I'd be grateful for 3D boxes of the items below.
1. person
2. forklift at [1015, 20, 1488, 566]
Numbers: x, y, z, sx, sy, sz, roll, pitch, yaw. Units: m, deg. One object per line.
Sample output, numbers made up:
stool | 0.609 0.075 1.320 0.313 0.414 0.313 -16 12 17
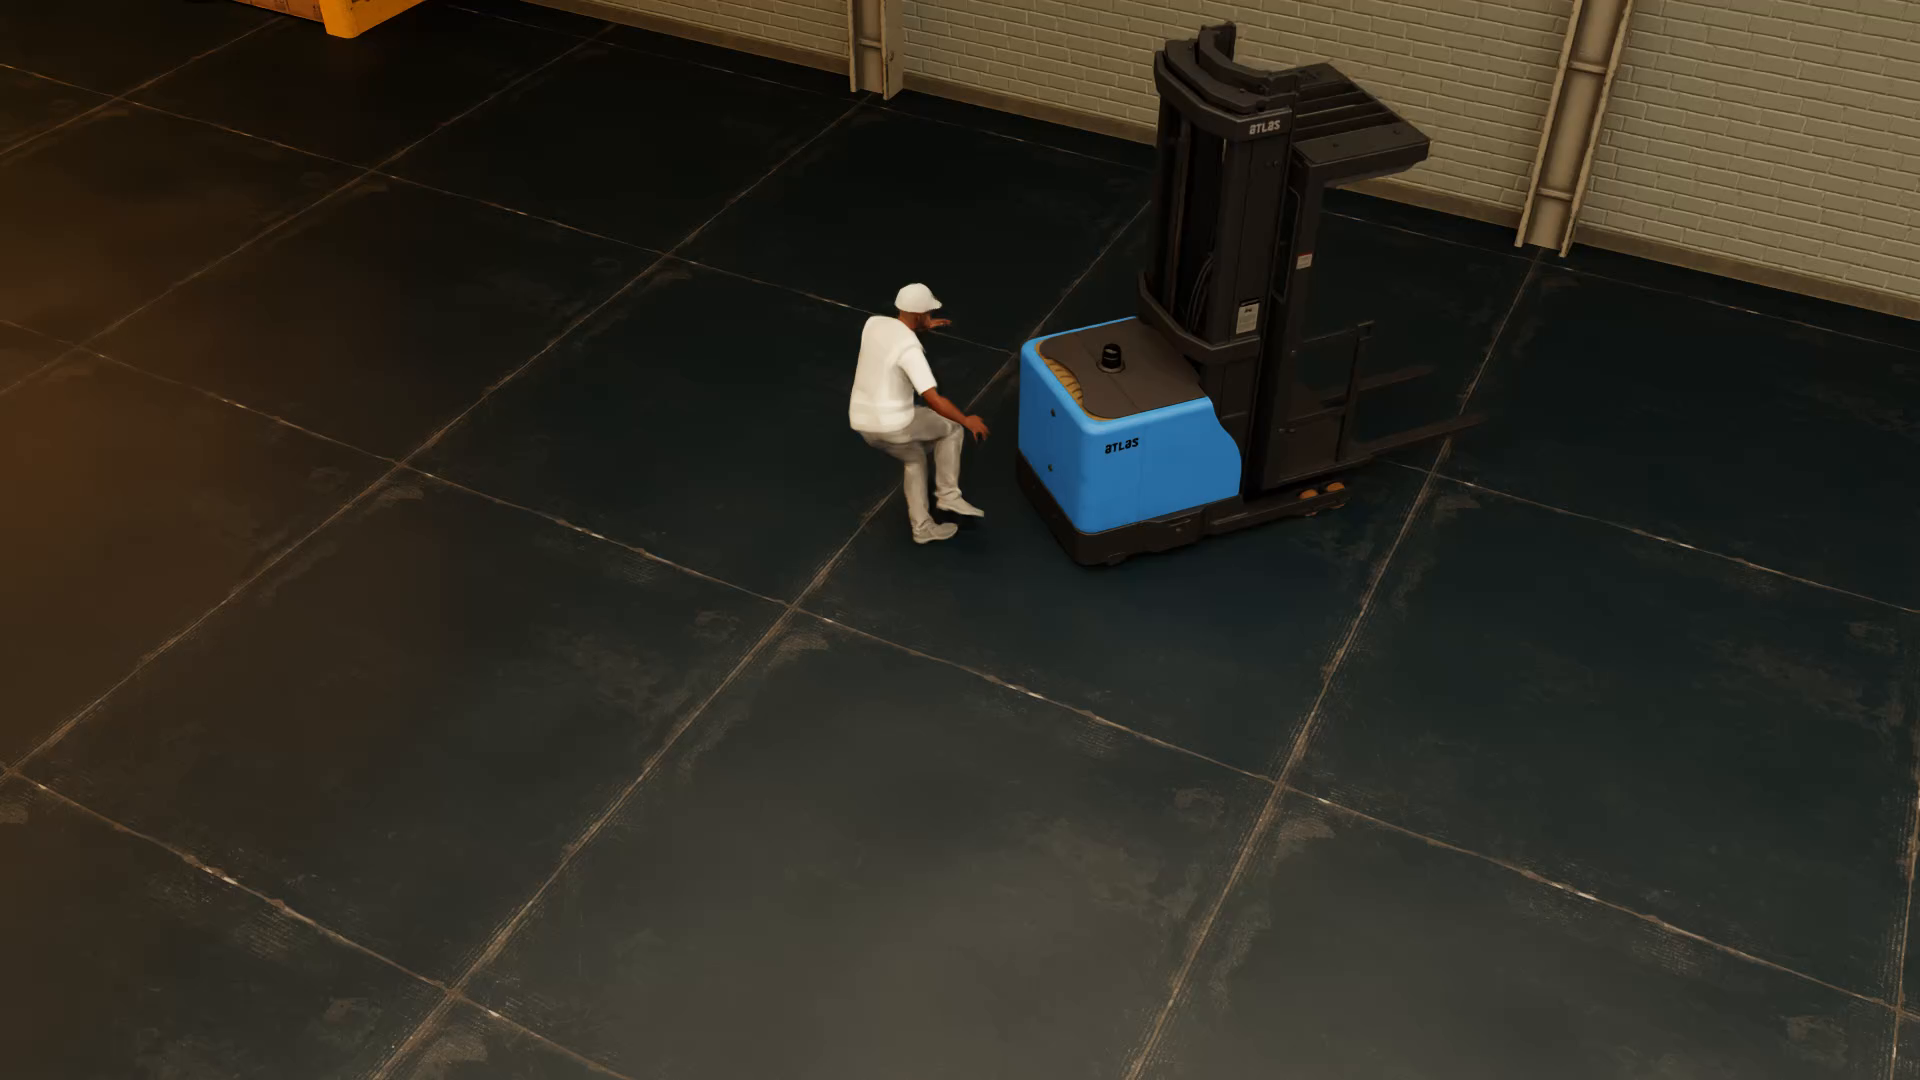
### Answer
person | -0.212 -0.825 10.077 1.018 1.526 0.907 29 48 30
forklift | 1.920 -1.572 9.853 3.031 2.935 1.130 -15 42 -17
